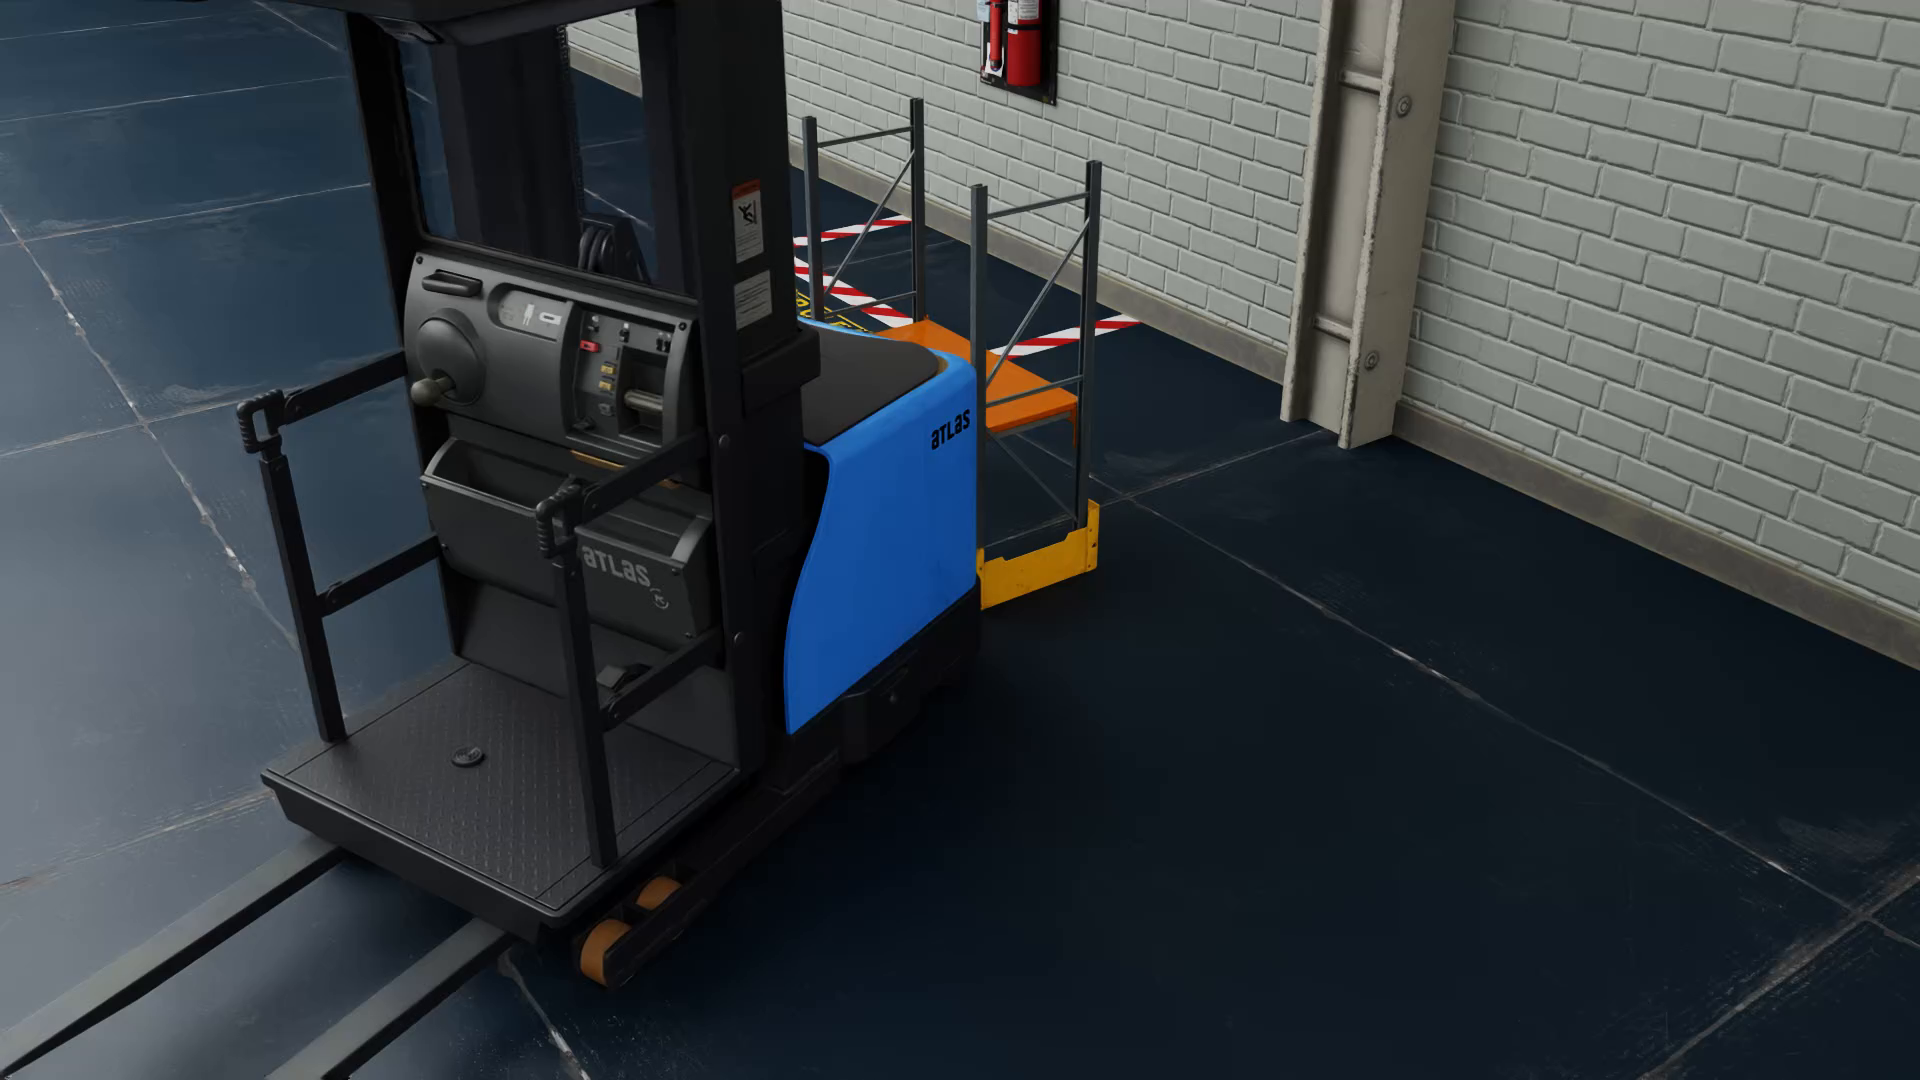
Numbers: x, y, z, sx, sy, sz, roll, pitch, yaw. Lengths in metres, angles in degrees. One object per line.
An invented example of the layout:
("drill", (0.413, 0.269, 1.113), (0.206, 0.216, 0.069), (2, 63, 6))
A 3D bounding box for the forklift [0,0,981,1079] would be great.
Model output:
("forklift", (-1.143, -0.420, 3.953), (1.130, 2.935, 3.031), (17, 33, 28))

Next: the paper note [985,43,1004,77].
("paper note", (0.177, -2.486, 8.607), (0.016, 0.148, 0.142), (-19, 34, -31))

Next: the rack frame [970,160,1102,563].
("rack frame", (0.245, -0.495, 5.589), (0.500, 1.500, 0.032), (-19, 34, -31))

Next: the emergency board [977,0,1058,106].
("emergency board", (0.224, -2.785, 8.235), (0.194, 1.169, 0.643), (-19, 34, -31))

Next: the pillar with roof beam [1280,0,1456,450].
("pillar with roof beam", (-1.881, -3.258, 2.820), (9.100, 9.000, 0.400), (-19, 34, -31))

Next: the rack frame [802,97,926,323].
("rack frame", (-0.344, -0.890, 6.317), (0.500, 1.500, 0.032), (-19, 34, -31))

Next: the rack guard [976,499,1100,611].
("rack guard", (0.245, 0.054, 5.888), (0.587, 0.250, 0.087), (-19, 34, -31))

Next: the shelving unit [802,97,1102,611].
("shelving unit", (-0.044, -0.689, 5.947), (0.587, 1.500, 1.083), (-19, 34, -31))

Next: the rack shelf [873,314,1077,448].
("rack shelf", (-0.049, -0.534, 6.039), (0.538, 0.185, 1.000), (-19, 34, -31))
